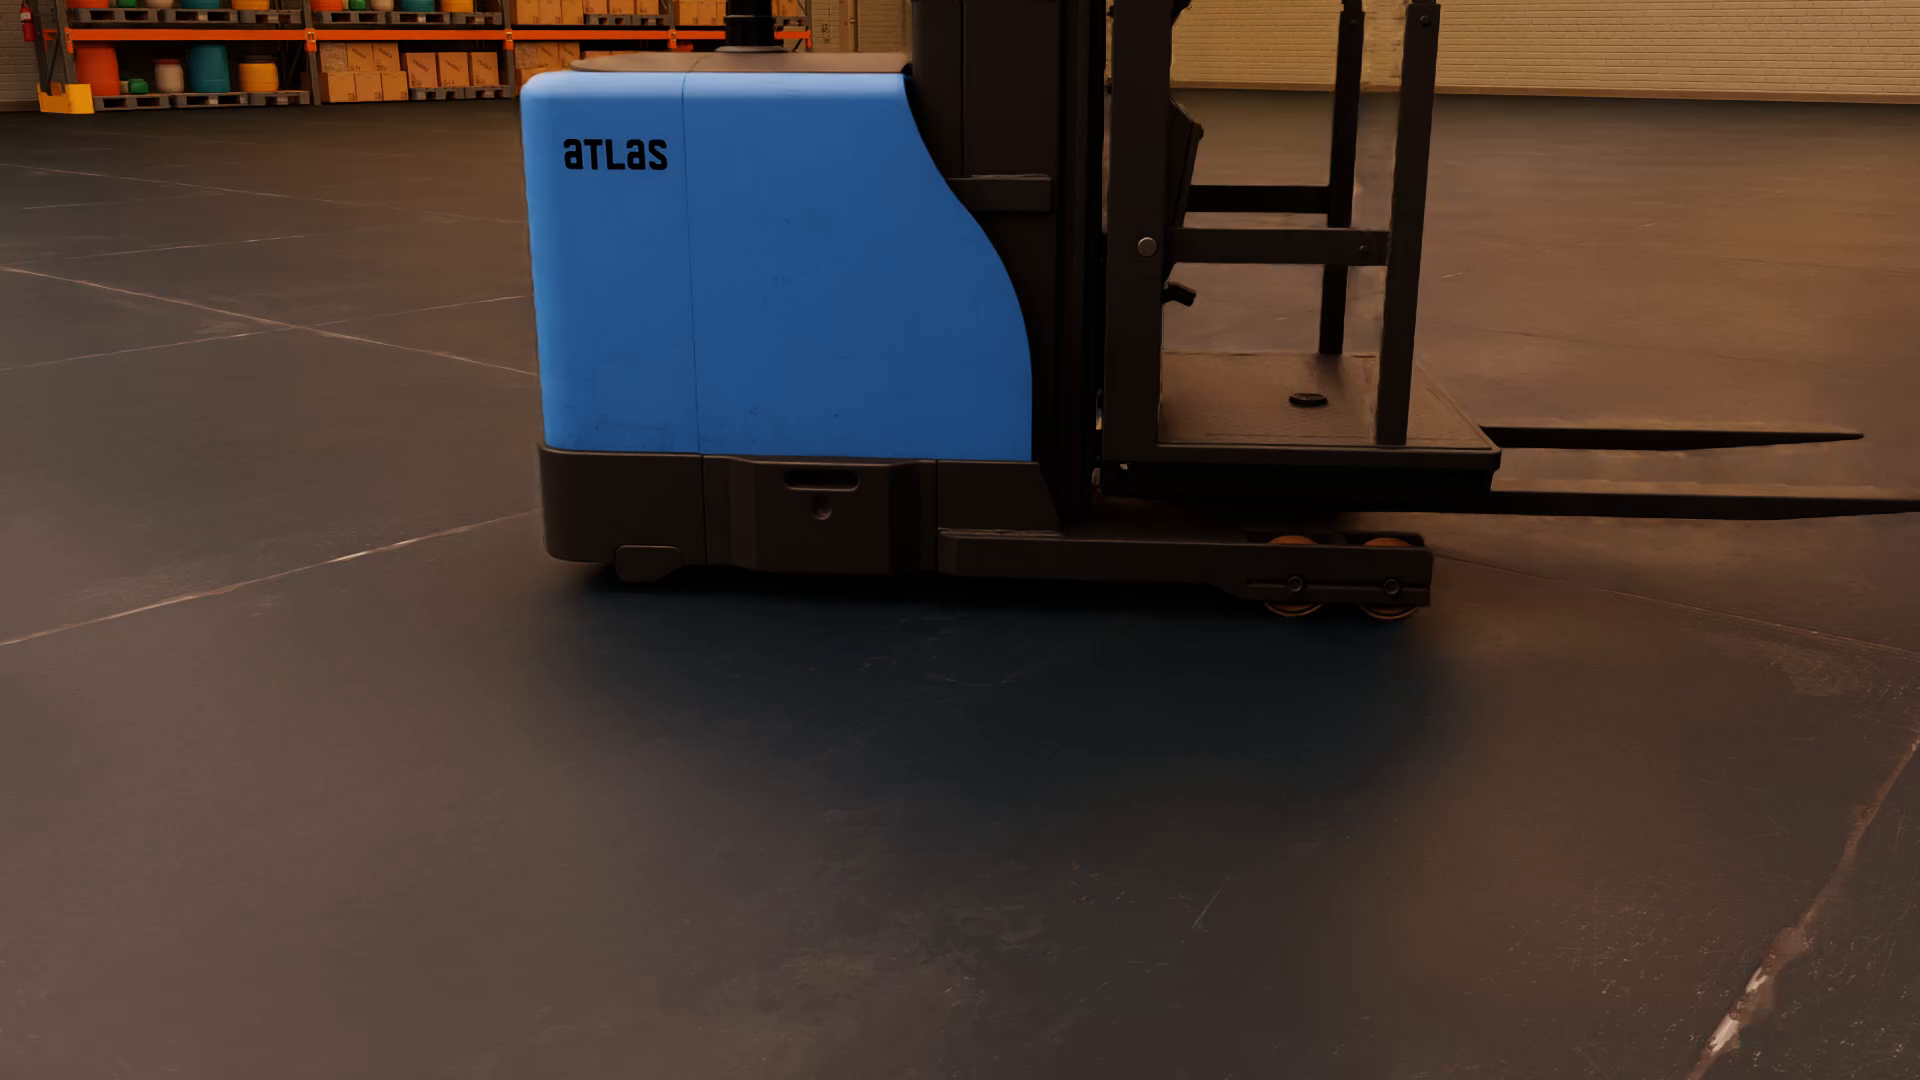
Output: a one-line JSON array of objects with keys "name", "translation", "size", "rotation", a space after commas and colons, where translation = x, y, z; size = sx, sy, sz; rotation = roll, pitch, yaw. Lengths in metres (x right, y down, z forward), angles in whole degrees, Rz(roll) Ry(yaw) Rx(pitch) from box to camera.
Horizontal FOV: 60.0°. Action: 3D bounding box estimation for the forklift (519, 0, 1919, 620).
[{"name": "forklift", "translation": [0.644, -1.401, 3.510], "size": [3.031, 2.935, 1.130], "rotation": [2, 17, 5]}]
